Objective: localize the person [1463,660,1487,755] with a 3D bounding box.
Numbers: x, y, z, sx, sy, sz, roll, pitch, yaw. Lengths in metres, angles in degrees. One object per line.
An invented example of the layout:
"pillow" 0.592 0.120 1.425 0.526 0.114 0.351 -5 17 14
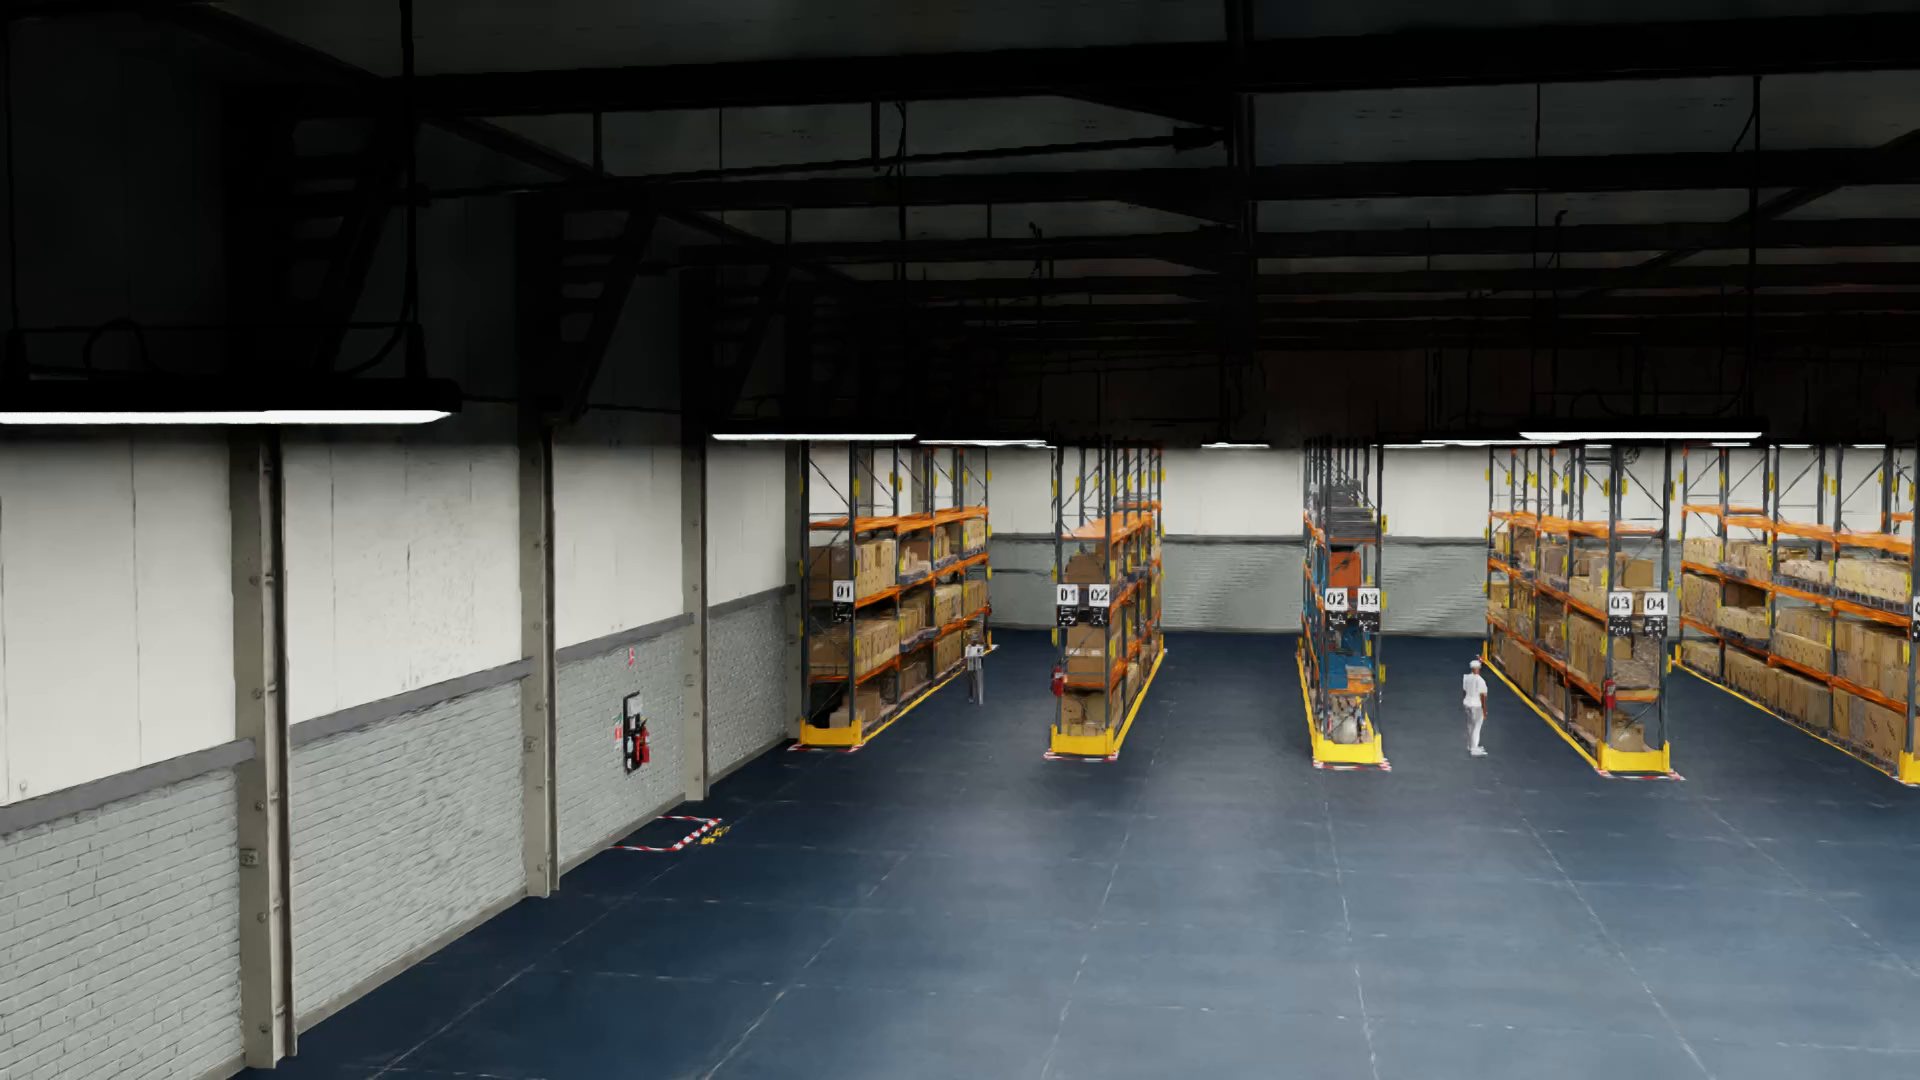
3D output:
"person" 9.732 3.128 31.291 0.456 1.768 0.626 -1 3 -17

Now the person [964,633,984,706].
"person" 0.318 2.880 37.296 0.442 1.618 0.997 0 3 1
